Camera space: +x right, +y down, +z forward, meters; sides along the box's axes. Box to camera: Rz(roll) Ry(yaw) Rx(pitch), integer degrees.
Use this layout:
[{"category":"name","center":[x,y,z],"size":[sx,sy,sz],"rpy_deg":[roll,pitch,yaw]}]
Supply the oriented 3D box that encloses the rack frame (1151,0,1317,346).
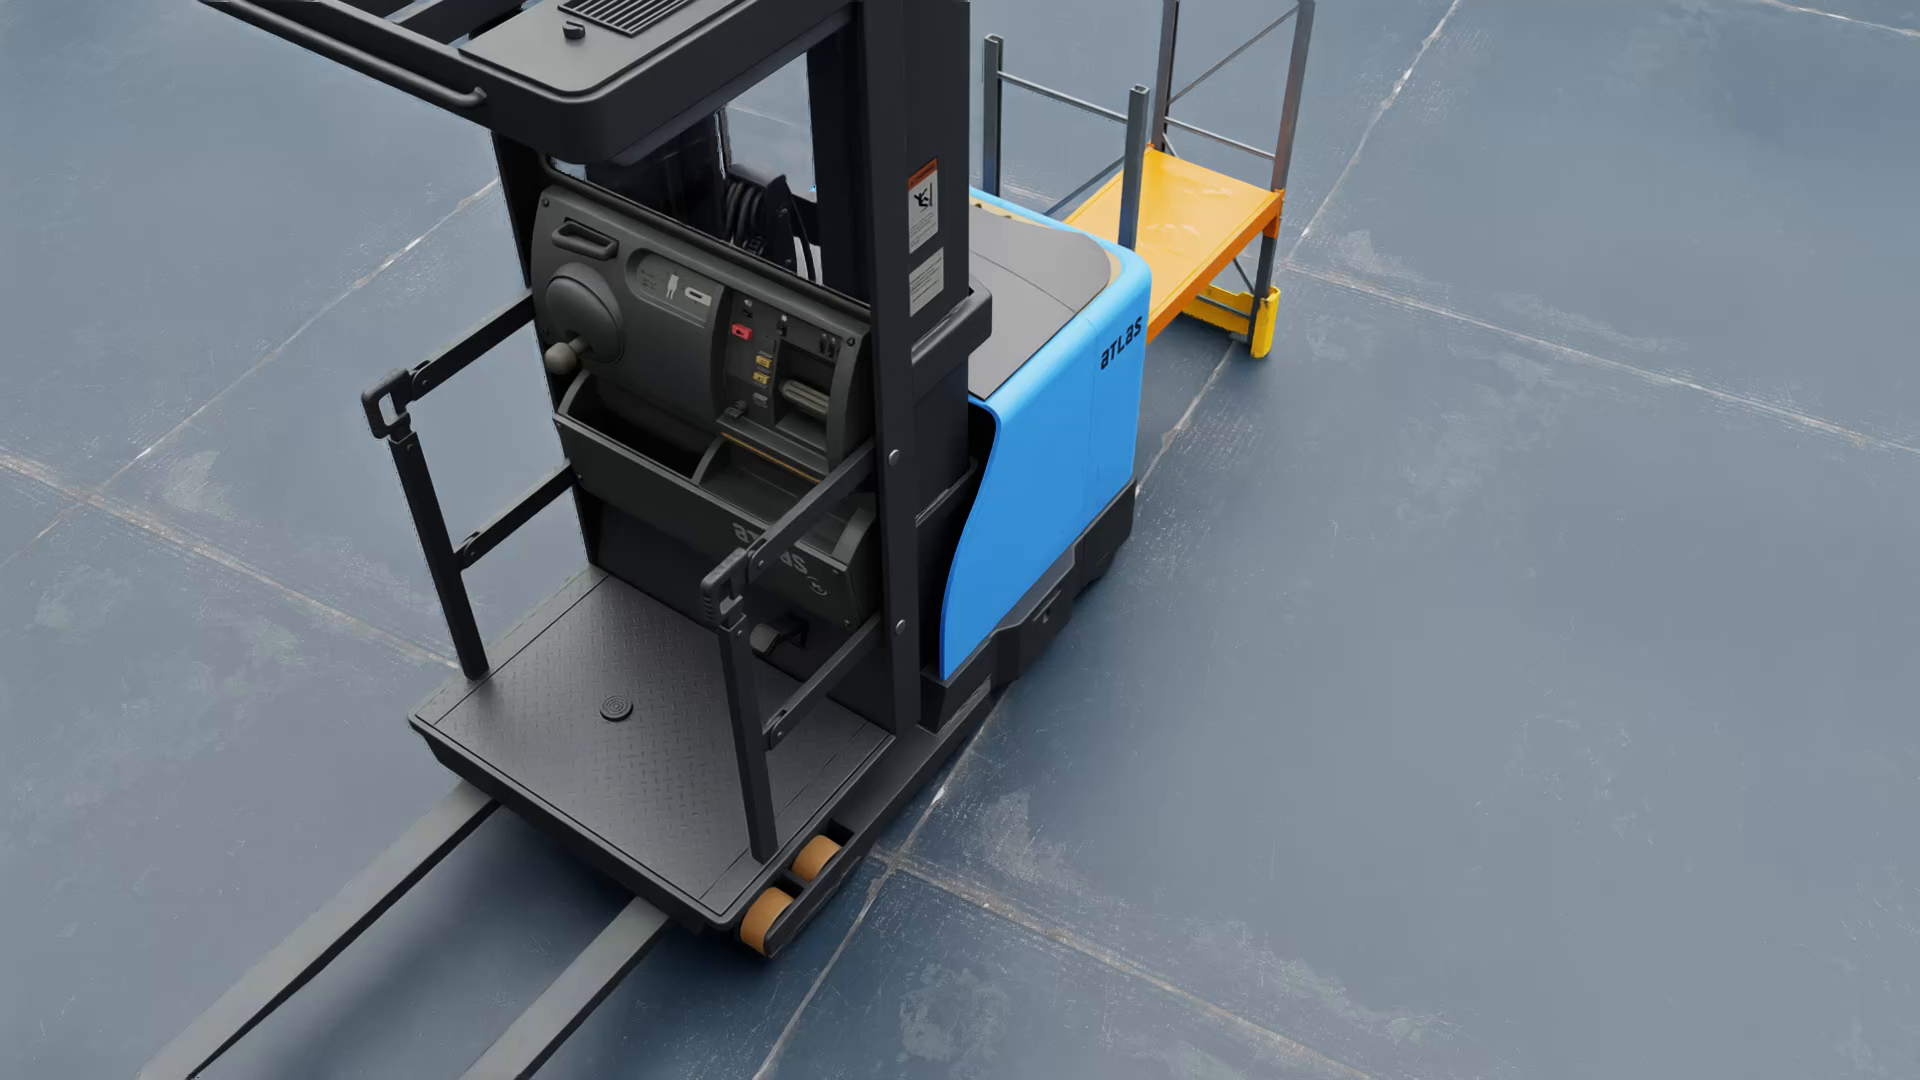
[{"category":"rack frame","center":[0.862,-1.323,5.503],"size":[0.500,1.500,0.032],"rpy_deg":[27,51,24]}]

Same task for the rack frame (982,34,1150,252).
[{"category":"rack frame","center":[0.278,-0.732,4.918],"size":[0.500,1.500,0.032],"rpy_deg":[27,51,24]}]

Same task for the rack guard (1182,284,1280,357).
[{"category":"rack guard","center":[0.851,-0.873,5.937],"size":[0.587,0.250,0.087],"rpy_deg":[27,51,24]}]

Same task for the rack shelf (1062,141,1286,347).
[{"category":"rack shelf","center":[0.570,-0.901,5.339],"size":[0.538,0.185,1.000],"rpy_deg":[27,51,24]}]

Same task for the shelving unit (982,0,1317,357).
[{"category":"shelving unit","center":[0.565,-1.022,5.206],"size":[0.587,1.500,1.083],"rpy_deg":[27,51,24]}]

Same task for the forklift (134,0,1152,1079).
[{"category":"forklift","center":[-0.721,-0.379,3.564],"size":[1.130,2.935,3.031],"rpy_deg":[27,51,24]}]
